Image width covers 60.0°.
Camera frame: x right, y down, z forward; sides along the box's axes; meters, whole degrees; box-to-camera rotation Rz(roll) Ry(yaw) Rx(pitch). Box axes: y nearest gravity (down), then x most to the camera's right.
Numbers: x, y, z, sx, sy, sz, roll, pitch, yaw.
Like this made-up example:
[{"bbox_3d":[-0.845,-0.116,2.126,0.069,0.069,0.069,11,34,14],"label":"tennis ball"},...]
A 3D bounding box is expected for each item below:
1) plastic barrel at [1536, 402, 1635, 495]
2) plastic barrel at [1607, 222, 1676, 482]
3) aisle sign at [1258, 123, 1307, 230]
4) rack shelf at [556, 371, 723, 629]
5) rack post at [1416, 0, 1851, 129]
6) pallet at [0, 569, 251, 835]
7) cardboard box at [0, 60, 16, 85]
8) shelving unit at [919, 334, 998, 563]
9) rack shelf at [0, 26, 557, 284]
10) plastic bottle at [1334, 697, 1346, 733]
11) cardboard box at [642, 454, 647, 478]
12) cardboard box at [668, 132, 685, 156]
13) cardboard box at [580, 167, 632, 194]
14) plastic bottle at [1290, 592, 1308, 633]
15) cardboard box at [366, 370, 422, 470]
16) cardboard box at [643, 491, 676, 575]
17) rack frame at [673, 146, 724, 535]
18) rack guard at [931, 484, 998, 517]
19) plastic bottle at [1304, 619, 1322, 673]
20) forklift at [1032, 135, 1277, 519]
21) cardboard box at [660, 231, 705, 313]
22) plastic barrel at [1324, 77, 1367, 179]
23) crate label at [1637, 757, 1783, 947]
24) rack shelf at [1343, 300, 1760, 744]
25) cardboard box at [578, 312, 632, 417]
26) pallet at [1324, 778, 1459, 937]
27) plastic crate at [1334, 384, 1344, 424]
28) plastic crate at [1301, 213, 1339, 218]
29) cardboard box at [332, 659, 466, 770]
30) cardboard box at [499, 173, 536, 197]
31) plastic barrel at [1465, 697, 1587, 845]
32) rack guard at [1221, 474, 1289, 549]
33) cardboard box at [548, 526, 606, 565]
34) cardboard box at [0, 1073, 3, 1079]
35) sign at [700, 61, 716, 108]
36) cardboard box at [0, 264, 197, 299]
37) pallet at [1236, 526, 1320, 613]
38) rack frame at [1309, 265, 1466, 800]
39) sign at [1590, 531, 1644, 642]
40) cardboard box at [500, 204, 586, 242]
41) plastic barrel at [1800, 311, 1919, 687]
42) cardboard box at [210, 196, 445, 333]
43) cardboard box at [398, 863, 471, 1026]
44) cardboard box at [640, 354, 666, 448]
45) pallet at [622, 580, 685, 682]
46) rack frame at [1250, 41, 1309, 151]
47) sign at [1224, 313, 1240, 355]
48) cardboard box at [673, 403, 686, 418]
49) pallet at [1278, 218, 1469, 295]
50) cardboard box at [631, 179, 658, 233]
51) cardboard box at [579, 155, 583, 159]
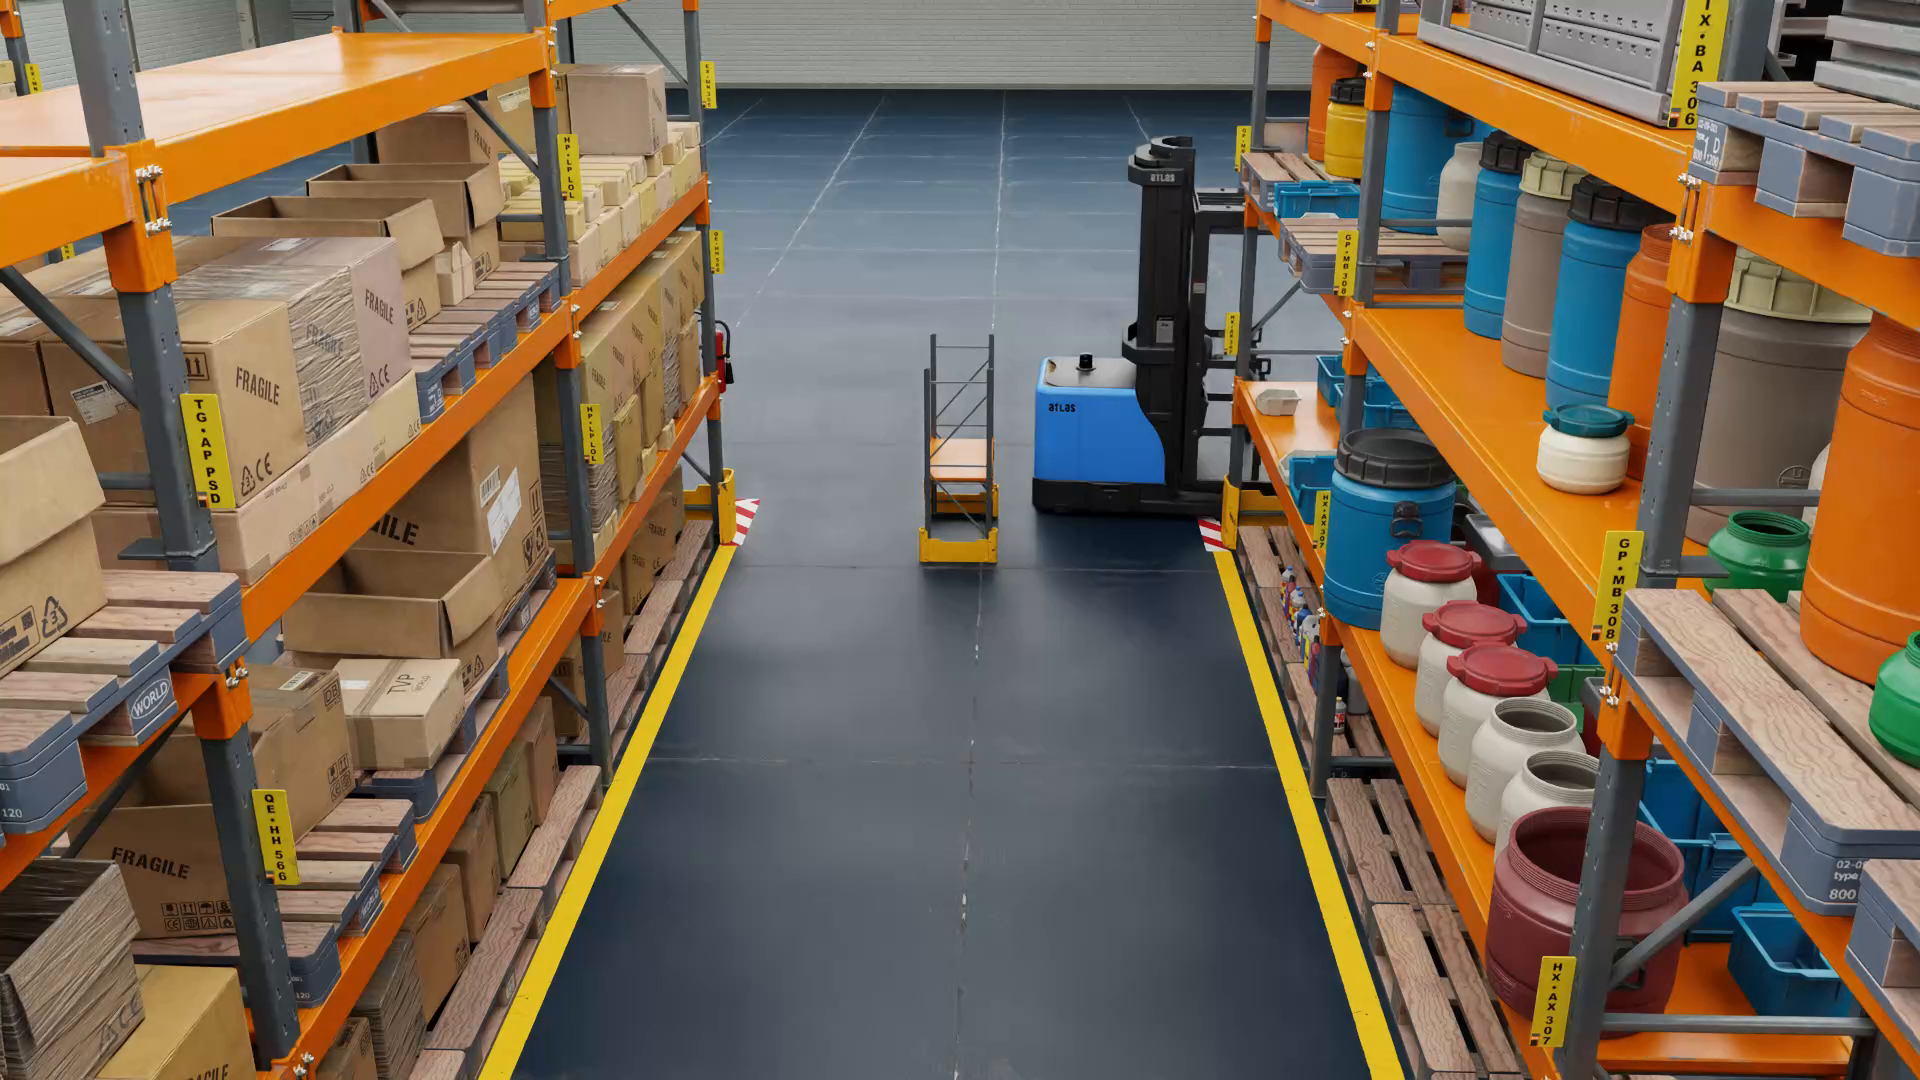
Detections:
[{"bbox_3d":[2.153,-0.315,5.738,0.301,0.262,0.301,0,21,0],"label":"plastic barrel"},{"bbox_3d":[2.609,-0.648,5.812,0.600,0.830,0.708,1,21,2],"label":"plastic barrel"},{"bbox_3d":[2.300,-2.652,12.124,0.394,0.787,0.004,1,21,2],"label":"aisle sign"},{"bbox_3d":[-2.421,-0.407,10.925,1.077,0.370,4.000,1,21,2],"label":"rack shelf"},{"bbox_3d":[2.495,-2.142,5.832,1.013,1.000,3.121,1,21,2],"label":"rack post"},{"bbox_3d":[-2.570,0.350,4.094,1.213,0.211,1.003,2,21,4],"label":"pallet"},{"bbox_3d":[-6.985,-3.326,11.835,0.380,0.149,0.250,1,21,2],"label":"cardboard box"},{"bbox_3d":[0.002,-0.727,12.829,0.587,1.500,1.083,1,21,2],"label":"shelving unit"},{"bbox_3d":[-2.542,-1.571,6.185,1.077,0.370,4.000,1,21,2],"label":"rack shelf"},{"bbox_3d":[2.169,1.000,9.565,0.097,0.201,0.097,0,21,0],"label":"plastic bottle"},{"bbox_3d":[-2.161,-0.429,10.334,0.380,0.149,0.250,1,21,2],"label":"cardboard box"},{"bbox_3d":[-2.080,-2.683,11.306,0.380,0.149,0.250,0,21,-1],"label":"cardboard box"},{"bbox_3d":[-2.161,-2.120,9.854,0.380,0.149,0.250,0,21,1],"label":"cardboard box"},{"bbox_3d":[2.211,0.468,10.839,0.097,0.271,0.097,0,21,0],"label":"plastic bottle"},{"bbox_3d":[-2.312,-0.440,6.077,0.500,0.250,0.500,1,21,3],"label":"cardboard box"},{"bbox_3d":[-2.379,-0.054,11.896,0.500,0.500,0.500,6,22,16],"label":"cardboard box"},{"bbox_3d":[-2.360,-1.465,12.659,1.000,3.000,0.127,1,21,2],"label":"rack frame"},{"bbox_3d":[0.017,-0.324,13.519,0.587,0.250,0.087,1,21,2],"label":"rack guard"},{"bbox_3d":[2.216,0.643,10.279,0.144,0.351,0.185,1,21,1],"label":"plastic bottle"},{"bbox_3d":[2.137,-1.698,13.354,3.031,2.935,1.130,2,21,5],"label":"forklift"},{"bbox_3d":[-2.129,-1.915,11.887,0.500,0.500,0.500,1,21,2],"label":"cardboard box"},{"bbox_3d":[2.683,-2.679,10.800,0.600,0.588,0.600,0,21,0],"label":"plastic barrel"},{"bbox_3d":[2.648,1.109,5.975,0.502,0.435,0.616,1,21,2],"label":"crate label"},{"bbox_3d":[2.408,-0.305,6.515,1.077,0.370,4.000,1,21,2],"label":"rack shelf"},{"bbox_3d":[-2.200,-1.011,9.557,0.500,0.500,0.500,1,21,2],"label":"cardboard box"},{"bbox_3d":[2.484,1.620,8.563,1.003,0.211,1.213,1,21,2],"label":"pallet"},{"bbox_3d":[2.849,-0.923,11.466,0.499,0.251,0.408,1,21,2],"label":"plastic crate"},{"bbox_3d":[2.114,-1.825,9.803,0.243,0.136,0.396,1,21,2],"label":"plastic crate"},{"bbox_3d":[-2.322,0.698,6.711,0.500,0.250,0.500,0,21,0],"label":"cardboard box"},{"bbox_3d":[-2.675,-2.034,9.634,0.380,0.149,0.250,1,21,4],"label":"cardboard box"},{"bbox_3d":[2.178,0.903,6.401,0.421,0.512,0.421,0,21,0],"label":"plastic barrel"},{"bbox_3d":[2.636,-0.218,12.899,1.175,0.500,0.348,1,21,2],"label":"rack guard"},{"bbox_3d":[-2.174,0.024,9.169,0.380,0.149,0.250,1,21,2],"label":"cardboard box"},{"bbox_3d":[-2.664,1.413,3.717,0.797,0.503,0.637,1,21,3],"label":"cardboard box"},{"bbox_3d":[-1.806,-3.263,11.922,0.100,0.325,0.005,1,21,2],"label":"sign"},{"bbox_3d":[-2.834,-0.612,5.483,0.500,0.500,0.500,1,21,1],"label":"cardboard box"},{"bbox_3d":[2.606,0.211,12.194,1.003,0.211,1.213,1,21,2],"label":"pallet"},{"bbox_3d":[2.469,0.035,8.791,1.000,3.000,0.127,1,21,2],"label":"rack frame"},{"bbox_3d":[1.798,0.128,4.549,0.100,0.325,0.005,1,21,2],"label":"sign"},{"bbox_3d":[-2.163,-1.648,8.638,0.380,0.149,0.250,0,21,0],"label":"cardboard box"},{"bbox_3d":[2.327,-0.108,3.839,0.600,0.830,0.708,1,21,2],"label":"plastic barrel"},{"bbox_3d":[-2.622,-1.152,6.981,0.797,0.503,0.637,1,21,4],"label":"cardboard box"},{"bbox_3d":[-2.588,1.739,7.247,0.700,0.500,0.500,2,21,6],"label":"cardboard box"},{"bbox_3d":[-2.384,-0.909,10.676,0.875,0.500,0.500,1,21,2],"label":"cardboard box"},{"bbox_3d":[-2.462,0.595,11.203,1.003,0.211,1.213,1,21,2],"label":"pallet"},{"bbox_3d":[2.591,-4.208,11.433,1.000,3.000,0.127,1,21,2],"label":"rack frame"},{"bbox_3d":[2.041,-1.548,12.488,0.100,0.325,0.005,1,21,2],"label":"sign"},{"bbox_3d":[-2.149,-0.971,11.733,0.380,0.149,0.250,1,21,2],"label":"cardboard box"},{"bbox_3d":[2.394,-1.537,8.958,1.213,0.211,1.003,1,21,2],"label":"pallet"},{"bbox_3d":[-2.167,-2.069,10.276,0.500,0.250,0.500,0,21,1],"label":"cardboard box"},{"bbox_3d":[-2.679,-2.512,10.866,0.380,0.149,0.250,1,21,1],"label":"cardboard box"}]
